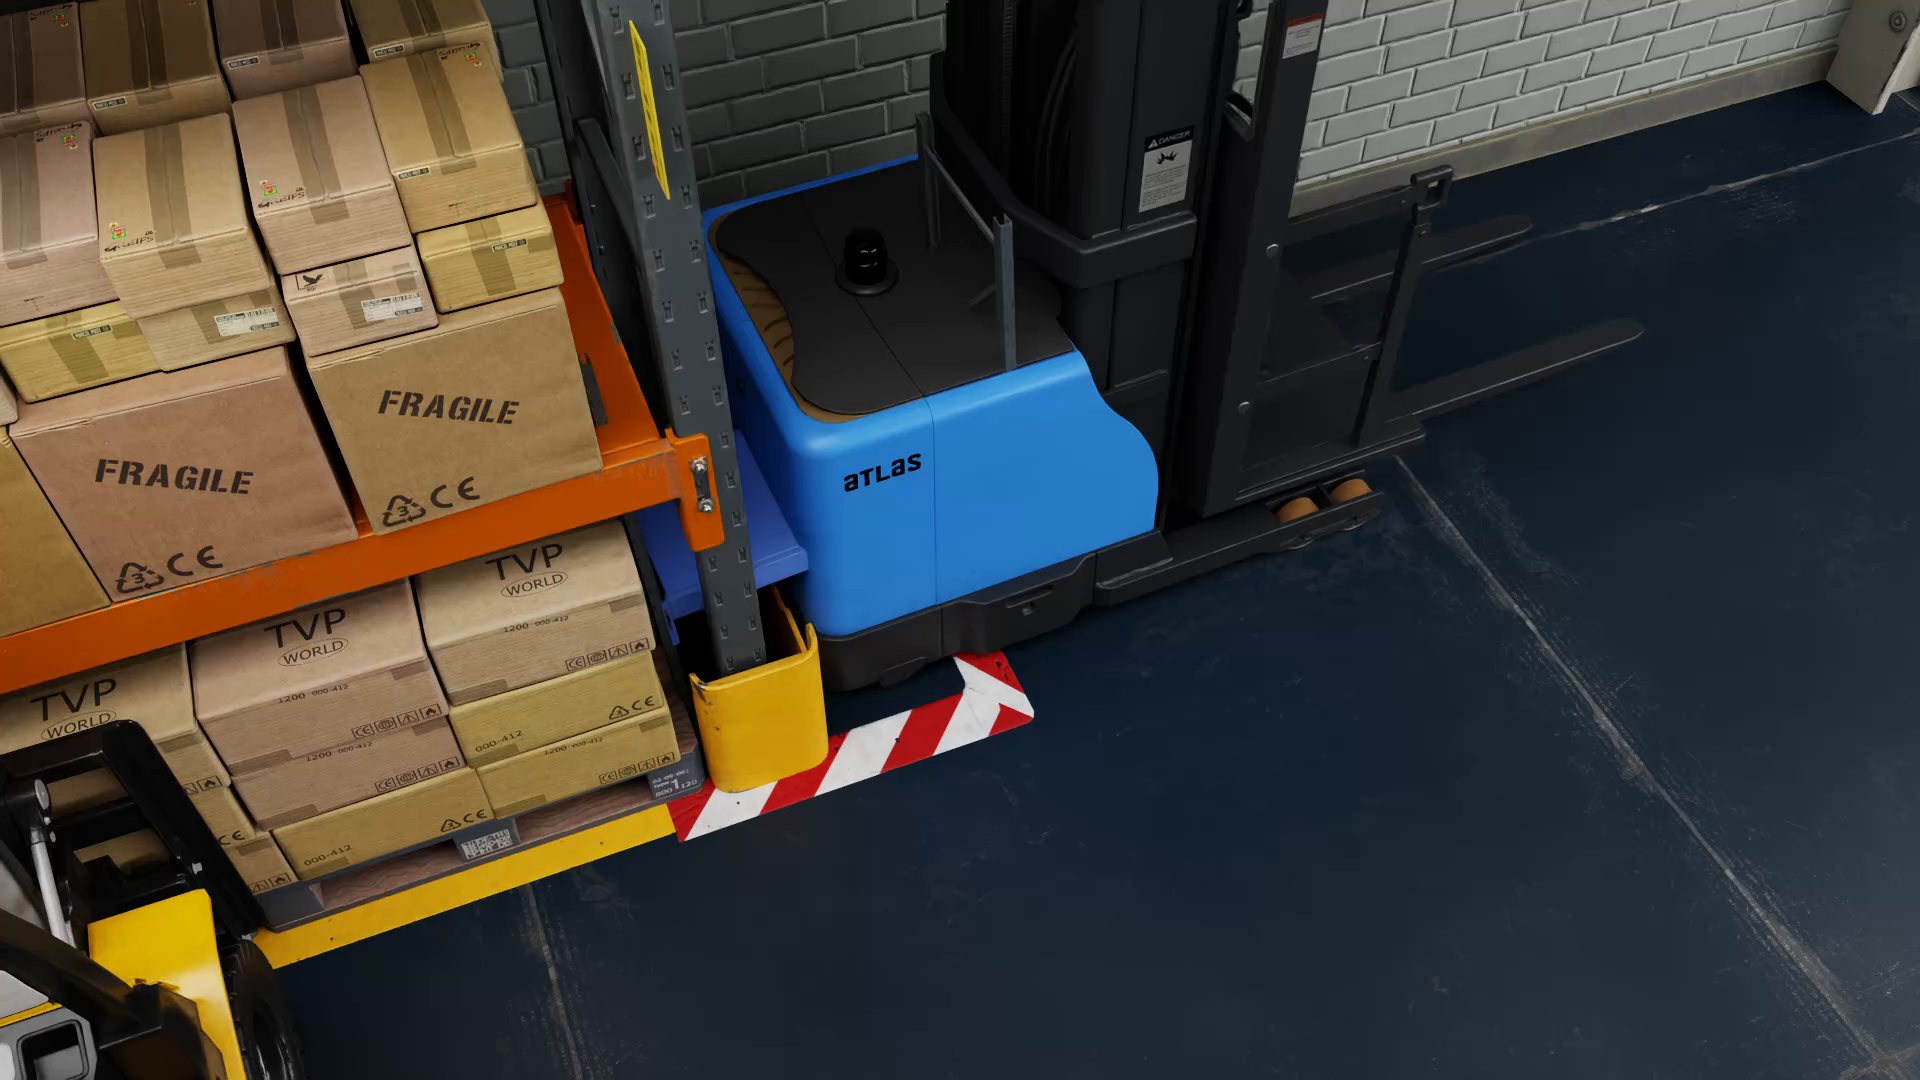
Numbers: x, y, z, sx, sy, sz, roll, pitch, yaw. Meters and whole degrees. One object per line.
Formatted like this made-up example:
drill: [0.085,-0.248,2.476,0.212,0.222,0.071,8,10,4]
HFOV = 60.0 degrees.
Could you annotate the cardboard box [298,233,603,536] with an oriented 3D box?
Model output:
cardboard box: [-1.112,-0.414,3.563,0.500,0.500,0.500,-18,52,-15]

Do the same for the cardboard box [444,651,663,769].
cardboard box: [-1.088,0.248,4.266,0.500,0.250,0.500,-18,52,-15]

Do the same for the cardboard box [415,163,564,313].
cardboard box: [-0.971,-0.655,3.342,0.250,0.149,0.380,-17,51,-14]

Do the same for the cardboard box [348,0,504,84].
cardboard box: [-1.148,-1.102,3.529,0.250,0.149,0.380,-18,52,-15]

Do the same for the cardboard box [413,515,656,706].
cardboard box: [-1.064,0.077,4.083,0.500,0.250,0.500,-16,51,-13]

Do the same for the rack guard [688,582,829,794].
rack guard: [-0.734,0.100,4.834,0.348,0.500,1.175,-17,52,-14]

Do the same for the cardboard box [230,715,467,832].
cardboard box: [-1.557,0.384,4.149,0.500,0.250,0.500,-18,52,-15]

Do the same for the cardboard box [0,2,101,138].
cardboard box: [-1.876,-0.904,3.360,0.250,0.149,0.380,-17,51,-14]

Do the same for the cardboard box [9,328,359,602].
cardboard box: [-1.596,-0.272,3.440,0.500,0.500,0.500,-16,51,-13]

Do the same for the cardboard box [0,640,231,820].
cardboard box: [-1.998,0.379,3.823,0.500,0.250,0.500,-17,51,-14]

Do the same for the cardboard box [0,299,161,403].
cardboard box: [-1.693,-0.466,3.180,0.250,0.149,0.380,-18,52,-15]

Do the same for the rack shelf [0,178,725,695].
rack shelf: [-2.607,0.101,3.660,4.000,0.370,1.077,-17,52,-14]

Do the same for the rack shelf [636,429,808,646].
rack shelf: [-0.415,-0.127,4.595,1.000,0.185,0.538,-21,52,-14]

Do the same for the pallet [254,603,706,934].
pallet: [-1.448,0.450,4.724,1.213,0.211,1.003,-17,52,-14]

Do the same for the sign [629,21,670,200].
sign: [-0.564,-0.777,3.020,0.005,0.325,0.100,-17,52,-14]

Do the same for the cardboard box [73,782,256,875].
cardboard box: [-2.027,0.547,4.009,0.500,0.250,0.500,-18,52,-15]

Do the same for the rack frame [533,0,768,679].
rack frame: [-0.756,-0.707,3.880,0.127,3.000,1.000,-17,52,-14]

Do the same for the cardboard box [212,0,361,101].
cardboard box: [-1.417,-1.069,3.502,0.250,0.149,0.380,-16,51,-13]

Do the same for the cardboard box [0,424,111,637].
cardboard box: [-2.070,-0.125,3.314,0.500,0.500,0.500,-18,52,-15]

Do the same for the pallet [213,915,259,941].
pallet: [-2.576,0.797,4.426,1.213,0.211,1.003,-17,52,-14]

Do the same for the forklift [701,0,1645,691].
forklift: [0.773,-1.276,4.414,3.031,2.935,1.130,-19,52,-15]

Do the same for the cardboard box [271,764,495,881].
cardboard box: [-1.535,0.544,4.341,0.500,0.250,0.500,-17,52,-14]

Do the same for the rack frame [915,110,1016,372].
rack frame: [0.039,-0.418,4.577,0.032,1.500,0.500,-21,52,-14]

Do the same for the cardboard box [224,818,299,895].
cardboard box: [-2.002,0.682,4.223,0.500,0.250,0.500,-17,51,-14]

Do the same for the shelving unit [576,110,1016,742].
shelving unit: [-0.423,-0.243,4.457,1.048,1.500,0.538,-21,52,-14]

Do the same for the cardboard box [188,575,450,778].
cardboard box: [-1.535,0.228,3.954,0.500,0.250,0.500,-16,51,-14]

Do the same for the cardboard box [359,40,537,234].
cardboard box: [-1.008,-0.797,3.268,0.250,0.149,0.380,-17,51,-14]

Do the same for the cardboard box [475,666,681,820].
cardboard box: [-1.071,0.408,4.458,0.500,0.250,0.500,-17,51,-14]

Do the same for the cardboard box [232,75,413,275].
cardboard box: [-1.224,-0.705,3.188,0.250,0.149,0.380,-17,51,-14]

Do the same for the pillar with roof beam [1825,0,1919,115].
pillar with roof beam: [5.441,-1.793,0.858,0.400,9.000,9.100,-17,52,-14]

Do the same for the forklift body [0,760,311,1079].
forklift body: [-1.822,1.394,2.635,1.214,2.155,2.313,-17,52,-14]

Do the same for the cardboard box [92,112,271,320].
cardboard box: [-1.456,-0.611,3.108,0.250,0.149,0.380,-16,51,-13]

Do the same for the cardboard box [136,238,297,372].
cardboard box: [-1.460,-0.529,3.234,0.250,0.149,0.380,-16,51,-14]

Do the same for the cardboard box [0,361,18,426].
cardboard box: [-1.923,-0.356,3.085,0.250,0.149,0.380,-19,52,-15]

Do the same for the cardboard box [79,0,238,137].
cardboard box: [-1.642,-0.965,3.412,0.250,0.149,0.380,-16,51,-14]

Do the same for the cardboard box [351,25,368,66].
cardboard box: [-1.372,-0.921,3.570,0.250,0.149,0.380,-17,52,-14]

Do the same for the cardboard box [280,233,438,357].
cardboard box: [-1.196,-0.561,3.261,0.250,0.149,0.380,-16,51,-14]

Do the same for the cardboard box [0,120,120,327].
cardboard box: [-1.715,-0.592,3.091,0.250,0.149,0.380,-17,51,-14]

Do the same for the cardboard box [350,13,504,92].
cardboard box: [-1.168,-1.036,3.669,0.250,0.149,0.380,-18,52,-15]

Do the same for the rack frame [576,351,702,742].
rack frame: [-0.885,-0.067,4.337,0.032,1.500,0.500,-21,52,-14]
